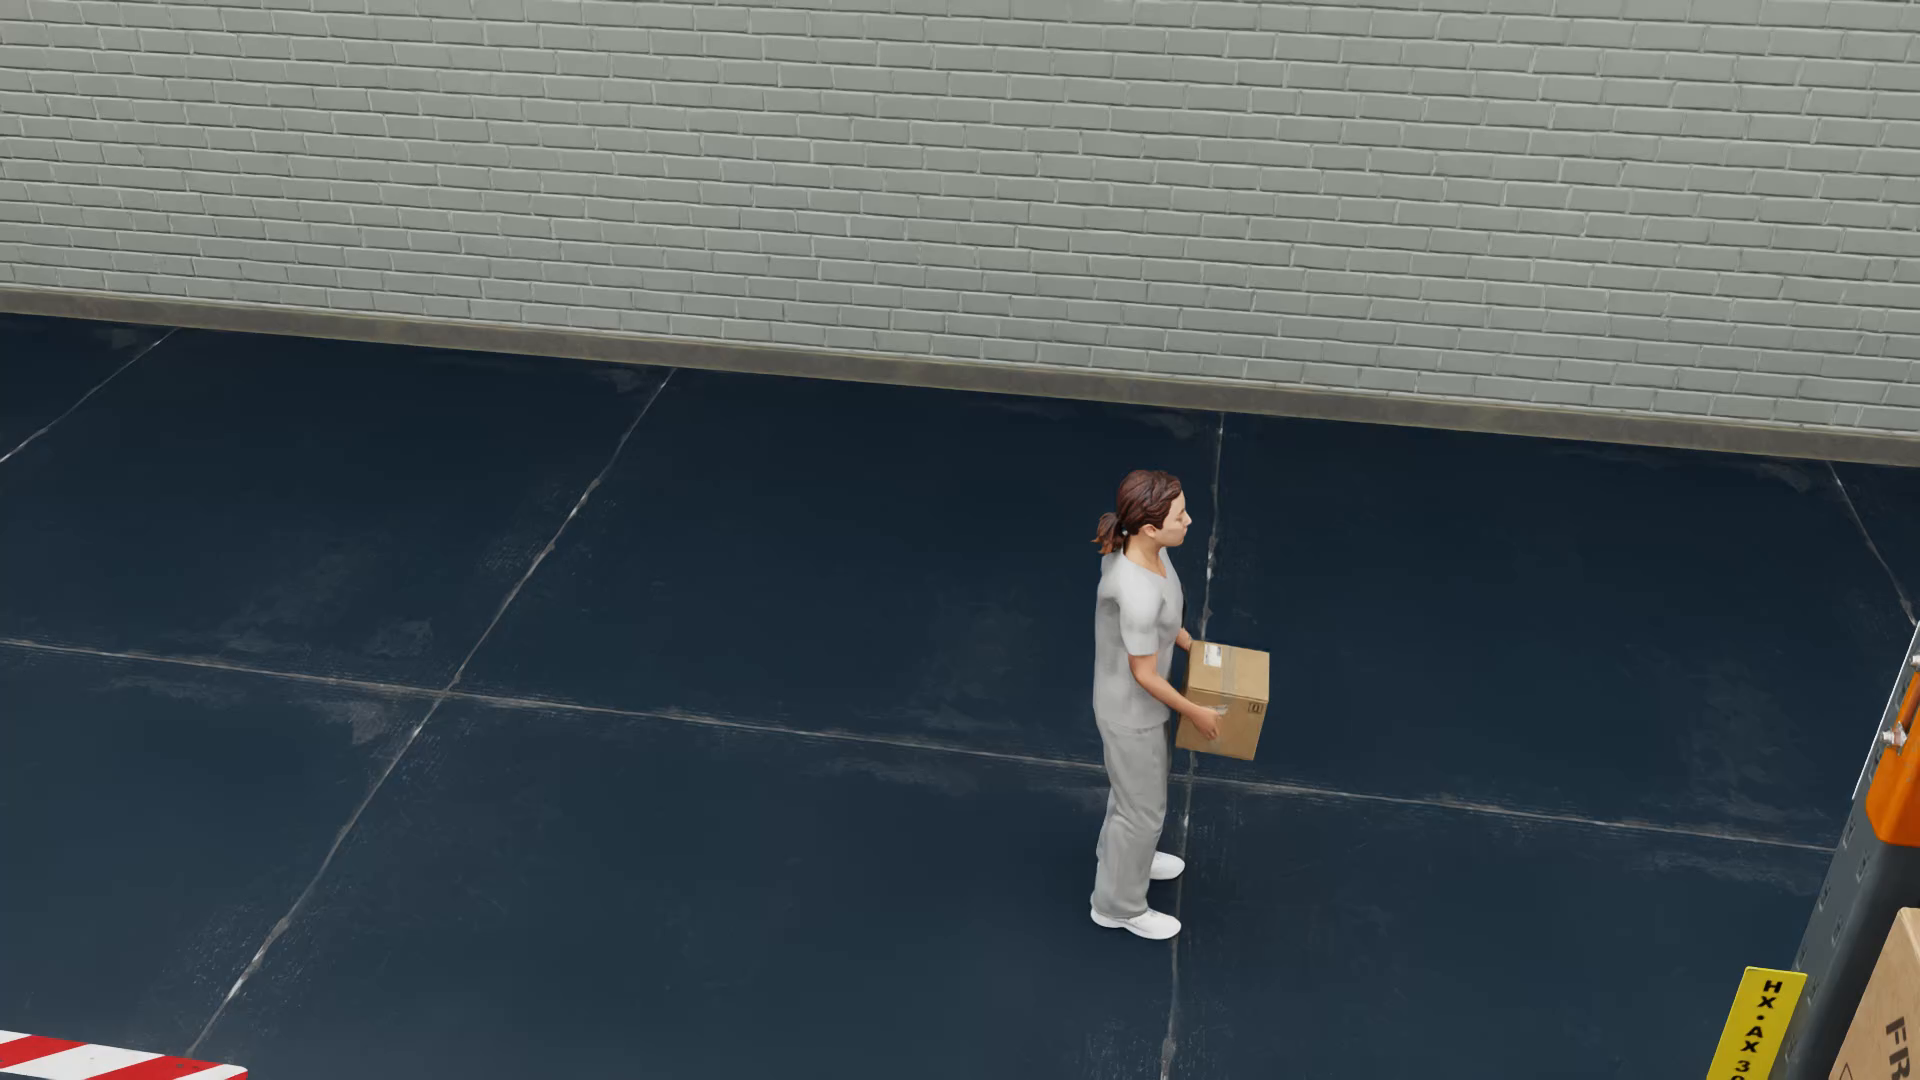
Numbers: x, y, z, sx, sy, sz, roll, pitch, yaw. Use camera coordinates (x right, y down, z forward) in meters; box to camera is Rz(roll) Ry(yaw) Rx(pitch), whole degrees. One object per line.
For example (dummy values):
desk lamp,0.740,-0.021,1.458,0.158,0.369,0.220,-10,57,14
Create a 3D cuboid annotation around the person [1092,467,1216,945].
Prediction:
person,0.599,0.514,5.333,0.353,1.673,0.514,4,33,6
